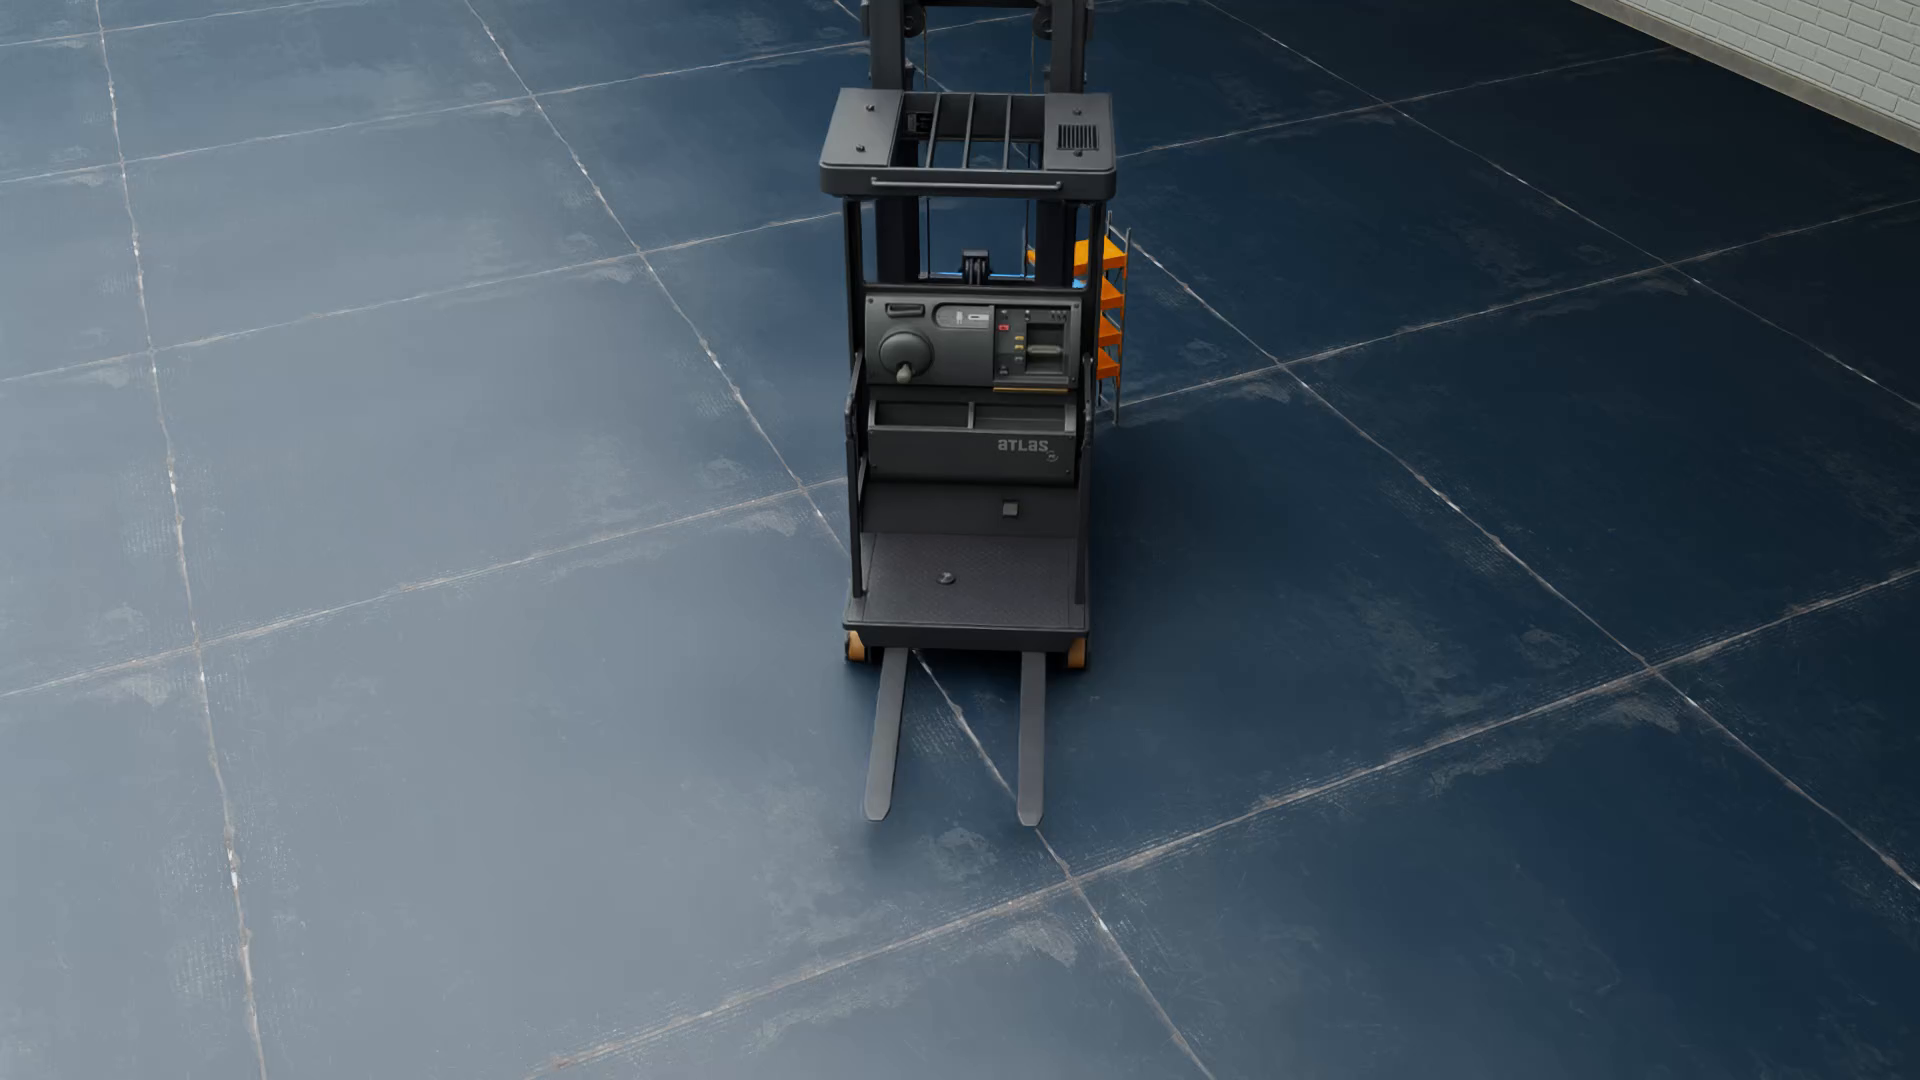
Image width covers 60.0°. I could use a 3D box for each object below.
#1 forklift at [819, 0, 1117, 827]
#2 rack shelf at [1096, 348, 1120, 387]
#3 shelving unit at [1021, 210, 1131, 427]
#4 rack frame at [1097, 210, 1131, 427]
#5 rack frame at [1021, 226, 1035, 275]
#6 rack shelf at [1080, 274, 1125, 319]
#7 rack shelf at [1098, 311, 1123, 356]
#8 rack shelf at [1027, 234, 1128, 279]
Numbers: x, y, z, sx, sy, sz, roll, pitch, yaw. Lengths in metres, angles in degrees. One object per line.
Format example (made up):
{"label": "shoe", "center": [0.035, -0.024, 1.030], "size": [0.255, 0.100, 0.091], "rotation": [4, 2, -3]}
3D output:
{"label": "forklift", "center": [0.047, -0.789, 6.996], "size": [1.130, 2.935, 3.031], "rotation": [2, 37, 2]}
{"label": "rack shelf", "center": [0.600, -0.909, 9.058], "size": [0.480, 0.148, 0.258], "rotation": [-14, 39, -18]}
{"label": "shelving unit", "center": [0.600, -1.123, 8.900], "size": [0.503, 1.200, 0.258], "rotation": [-14, 39, -18]}
{"label": "rack frame", "center": [0.826, -1.177, 8.973], "size": [0.015, 1.200, 0.240], "rotation": [-14, 39, -18]}
{"label": "rack frame", "center": [0.373, -1.068, 8.826], "size": [0.015, 1.200, 0.240], "rotation": [-14, 39, -18]}
{"label": "rack shelf", "center": [0.600, -1.248, 8.807], "size": [0.480, 0.148, 0.258], "rotation": [-14, 39, -18]}
{"label": "rack shelf", "center": [0.600, -1.069, 8.940], "size": [0.480, 0.148, 0.258], "rotation": [-14, 39, -18]}
{"label": "rack shelf", "center": [0.600, -1.438, 8.666], "size": [0.480, 0.148, 0.258], "rotation": [-14, 39, -18]}
